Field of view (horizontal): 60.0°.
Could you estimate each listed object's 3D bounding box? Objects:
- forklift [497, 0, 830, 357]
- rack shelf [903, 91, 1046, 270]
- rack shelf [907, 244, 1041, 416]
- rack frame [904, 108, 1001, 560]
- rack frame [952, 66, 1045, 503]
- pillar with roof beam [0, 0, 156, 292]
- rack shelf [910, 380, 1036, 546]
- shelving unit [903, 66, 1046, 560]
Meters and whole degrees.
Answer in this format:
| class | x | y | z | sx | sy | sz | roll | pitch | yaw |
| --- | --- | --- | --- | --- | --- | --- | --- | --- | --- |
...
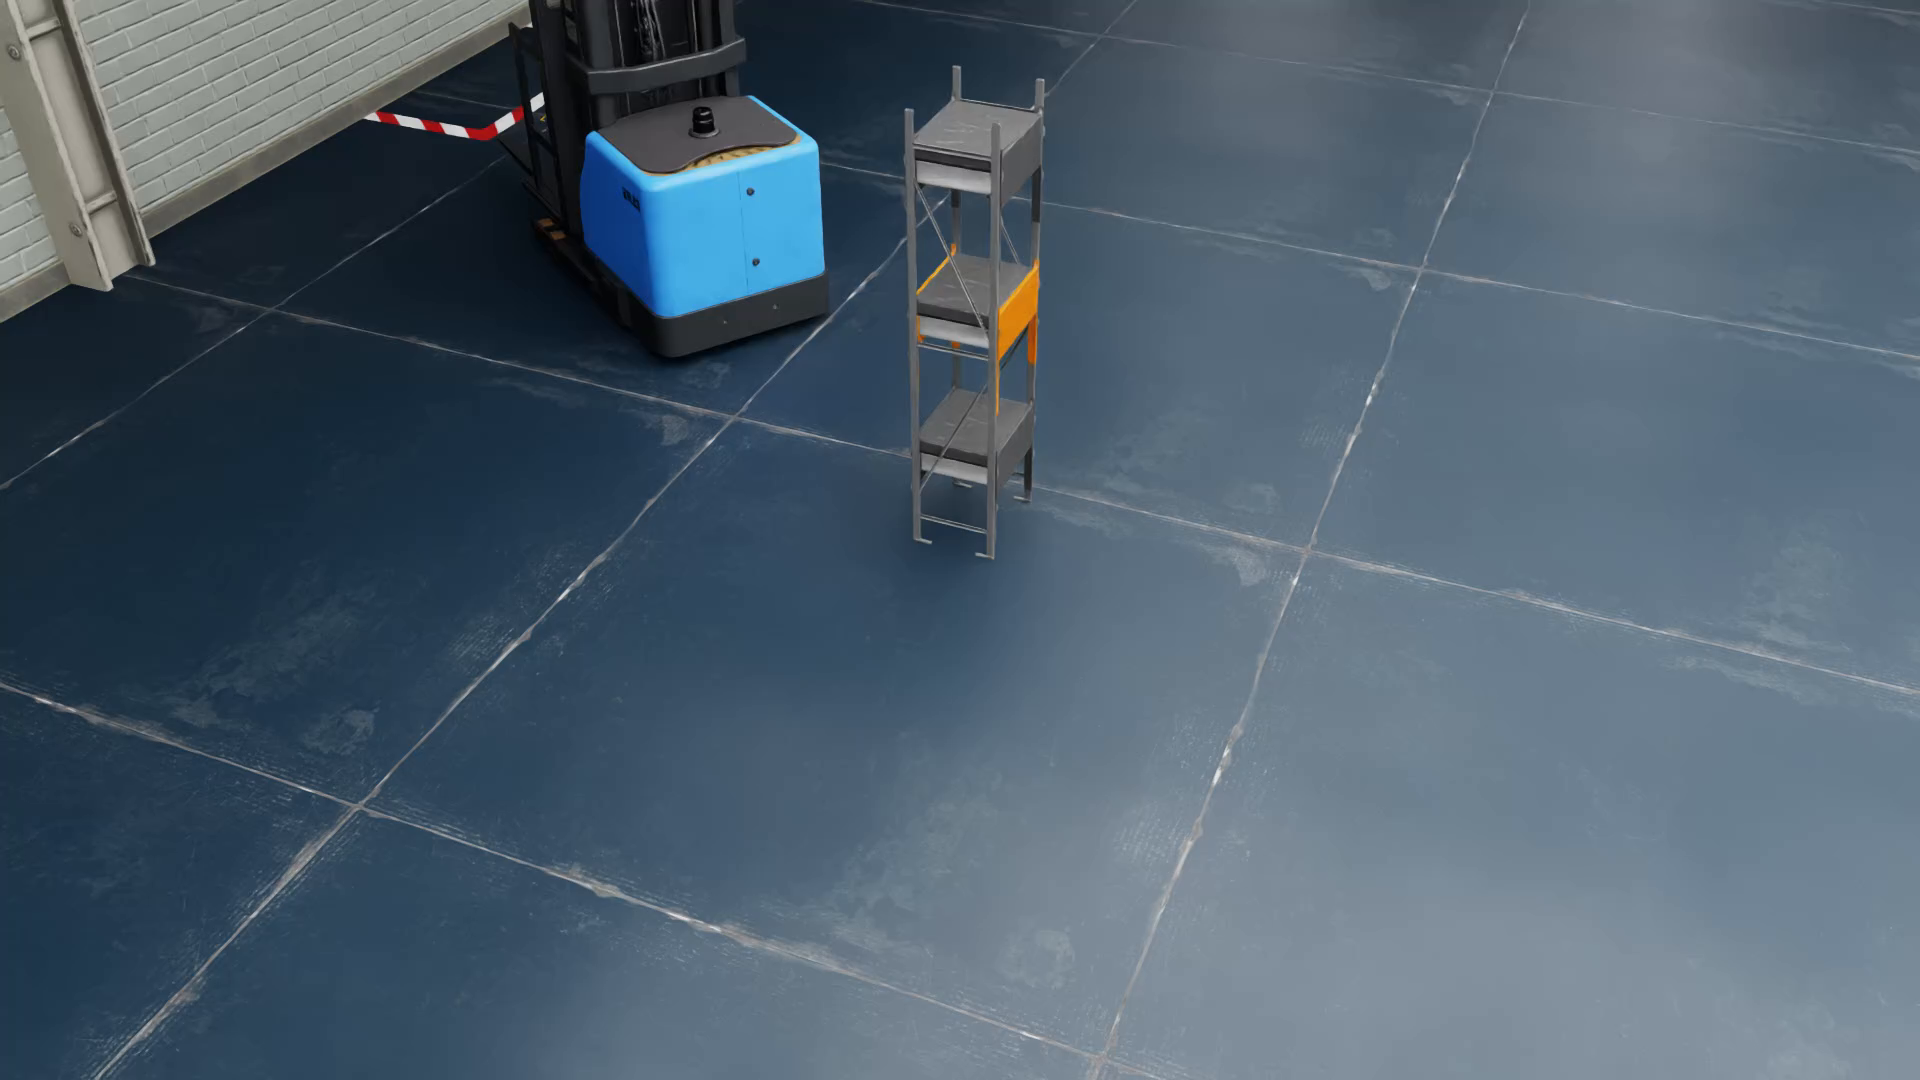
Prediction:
| class | x | y | z | sx | sy | sz | roll | pitch | yaw |
| --- | --- | --- | --- | --- | --- | --- | --- | --- | --- |
| forklift | -1.951 | -3.007 | 9.325 | 1.130 | 2.935 | 3.031 | -21 | 42 | -26 |
| rack shelf | 0.063 | -1.482 | 6.833 | 0.431 | 0.518 | 0.480 | 14 | 39 | 18 |
| rack shelf | 0.063 | -0.922 | 7.252 | 0.431 | 0.518 | 0.480 | 14 | 39 | 18 |
| rack frame | -0.030 | -0.798 | 7.063 | 0.400 | 2.100 | 0.015 | 14 | 39 | 18 |
| rack frame | 0.156 | -1.068 | 7.425 | 0.400 | 2.100 | 0.015 | 14 | 39 | 18 |
| pillar with roof beam | -1.055 | -4.214 | 5.872 | 9.100 | 9.000 | 0.400 | 14 | 39 | 18 |
| rack shelf | 0.063 | -0.361 | 7.671 | 0.431 | 0.518 | 0.480 | 14 | 39 | 18 |
| shelving unit | 0.063 | -0.933 | 7.244 | 0.431 | 2.100 | 0.503 | 14 | 39 | 18 |
